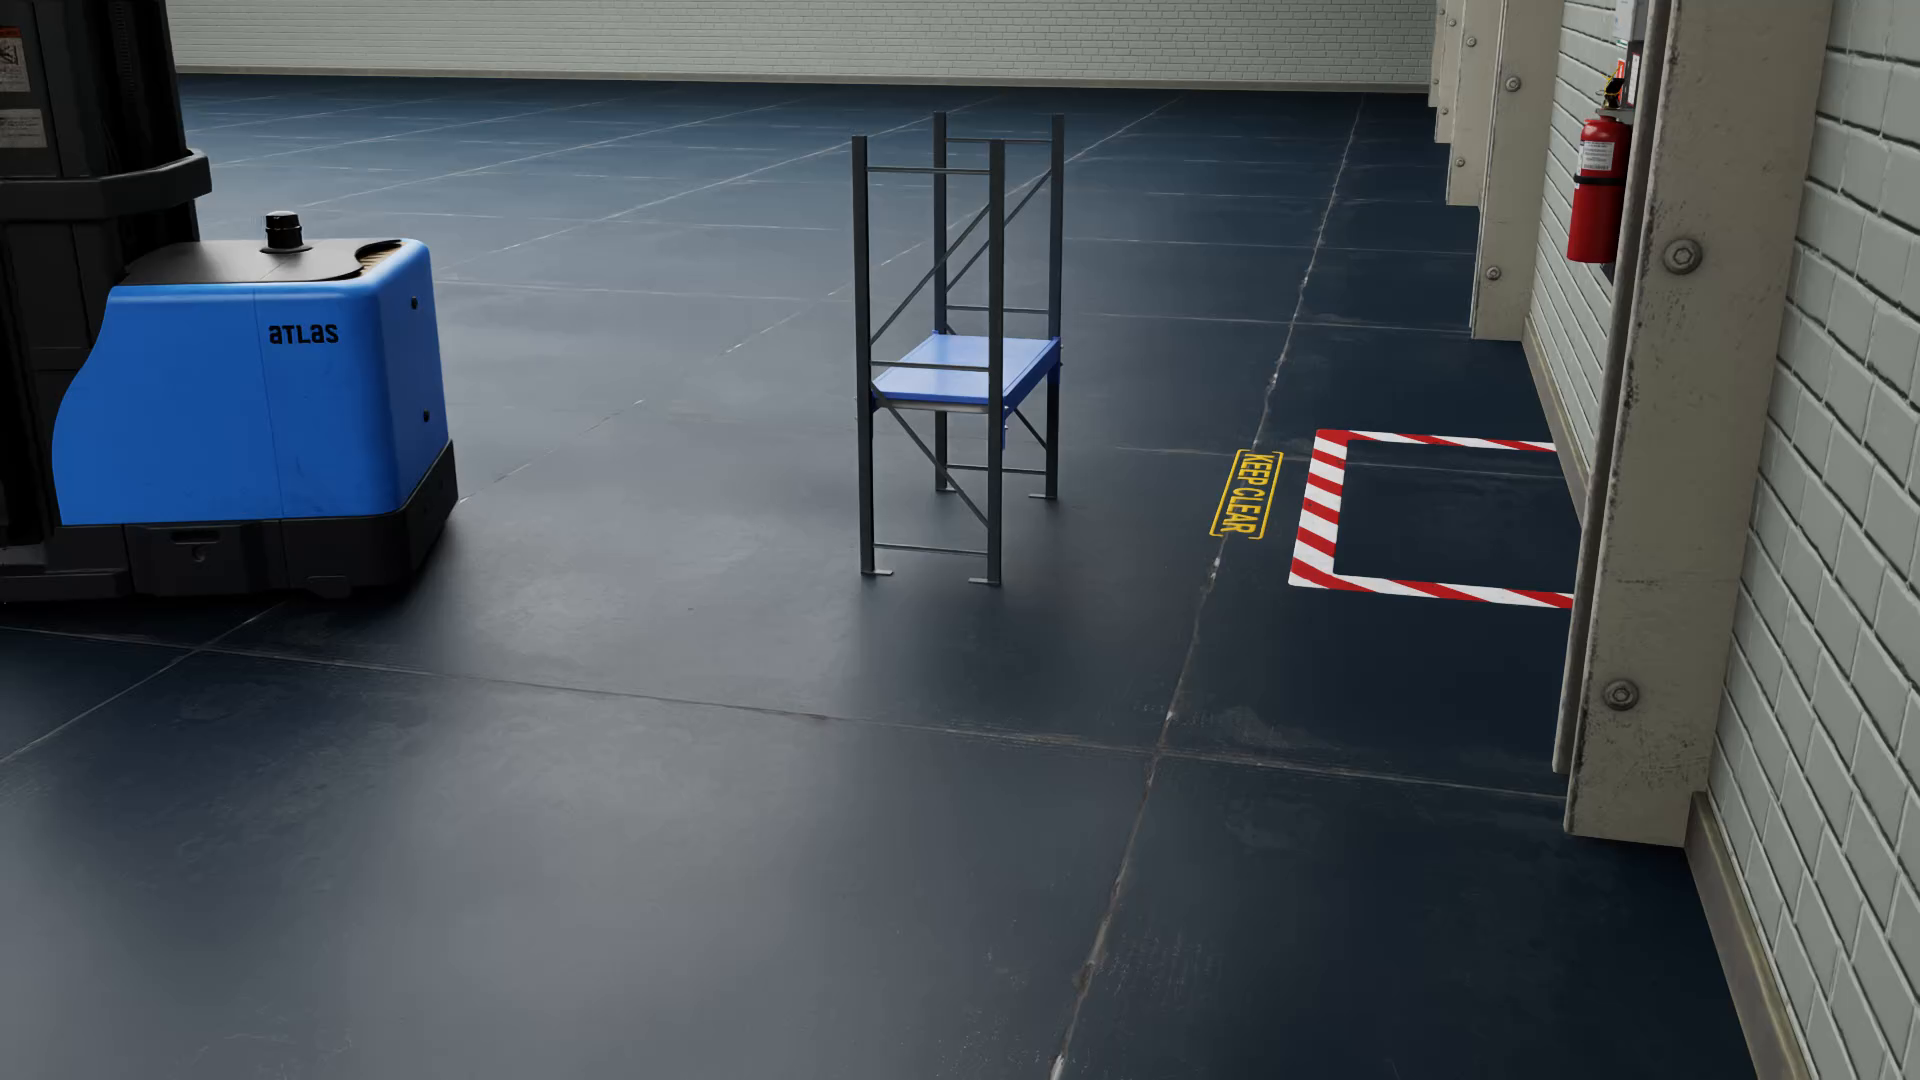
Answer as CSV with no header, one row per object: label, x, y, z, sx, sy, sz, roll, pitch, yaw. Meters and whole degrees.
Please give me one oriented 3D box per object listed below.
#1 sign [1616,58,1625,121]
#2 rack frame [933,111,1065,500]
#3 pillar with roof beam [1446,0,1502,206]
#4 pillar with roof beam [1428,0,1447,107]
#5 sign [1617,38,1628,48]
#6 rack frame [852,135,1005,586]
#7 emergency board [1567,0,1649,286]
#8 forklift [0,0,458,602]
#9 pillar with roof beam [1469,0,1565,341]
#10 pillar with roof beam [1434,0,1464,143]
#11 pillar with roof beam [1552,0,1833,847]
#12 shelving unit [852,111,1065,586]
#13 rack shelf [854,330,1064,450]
sign,2.559,-1.703,6.476,0.001,0.329,0.234,5,19,13
rack frame,0.145,-0.896,6.490,0.500,1.500,0.032,5,19,13
pillar with roof beam,0.440,-7.689,14.777,9.100,9.000,0.400,5,19,13
pillar with roof beam,3.372,-11.450,25.789,9.100,9.000,0.400,5,19,13
sign,2.549,-1.953,6.388,0.001,0.109,0.331,5,19,13
rack frame,-0.103,-0.577,5.557,0.500,1.500,0.032,5,19,13
emergency board,2.324,-1.520,5.998,0.194,1.169,0.643,5,19,13
forklift,-3.400,-1.288,5.424,3.031,2.935,1.130,-2,19,-6
pillar with roof beam,-1.026,-5.808,9.271,9.100,9.000,0.400,5,19,13
pillar with roof beam,1.906,-9.570,20.283,9.100,9.000,0.400,5,19,13
pillar with roof beam,-2.492,-3.928,3.765,9.100,9.000,0.400,5,19,13
shelving unit,0.021,-0.736,6.023,0.538,1.500,1.048,5,19,13
rack shelf,0.021,-0.566,6.082,0.538,0.185,1.000,5,19,13
